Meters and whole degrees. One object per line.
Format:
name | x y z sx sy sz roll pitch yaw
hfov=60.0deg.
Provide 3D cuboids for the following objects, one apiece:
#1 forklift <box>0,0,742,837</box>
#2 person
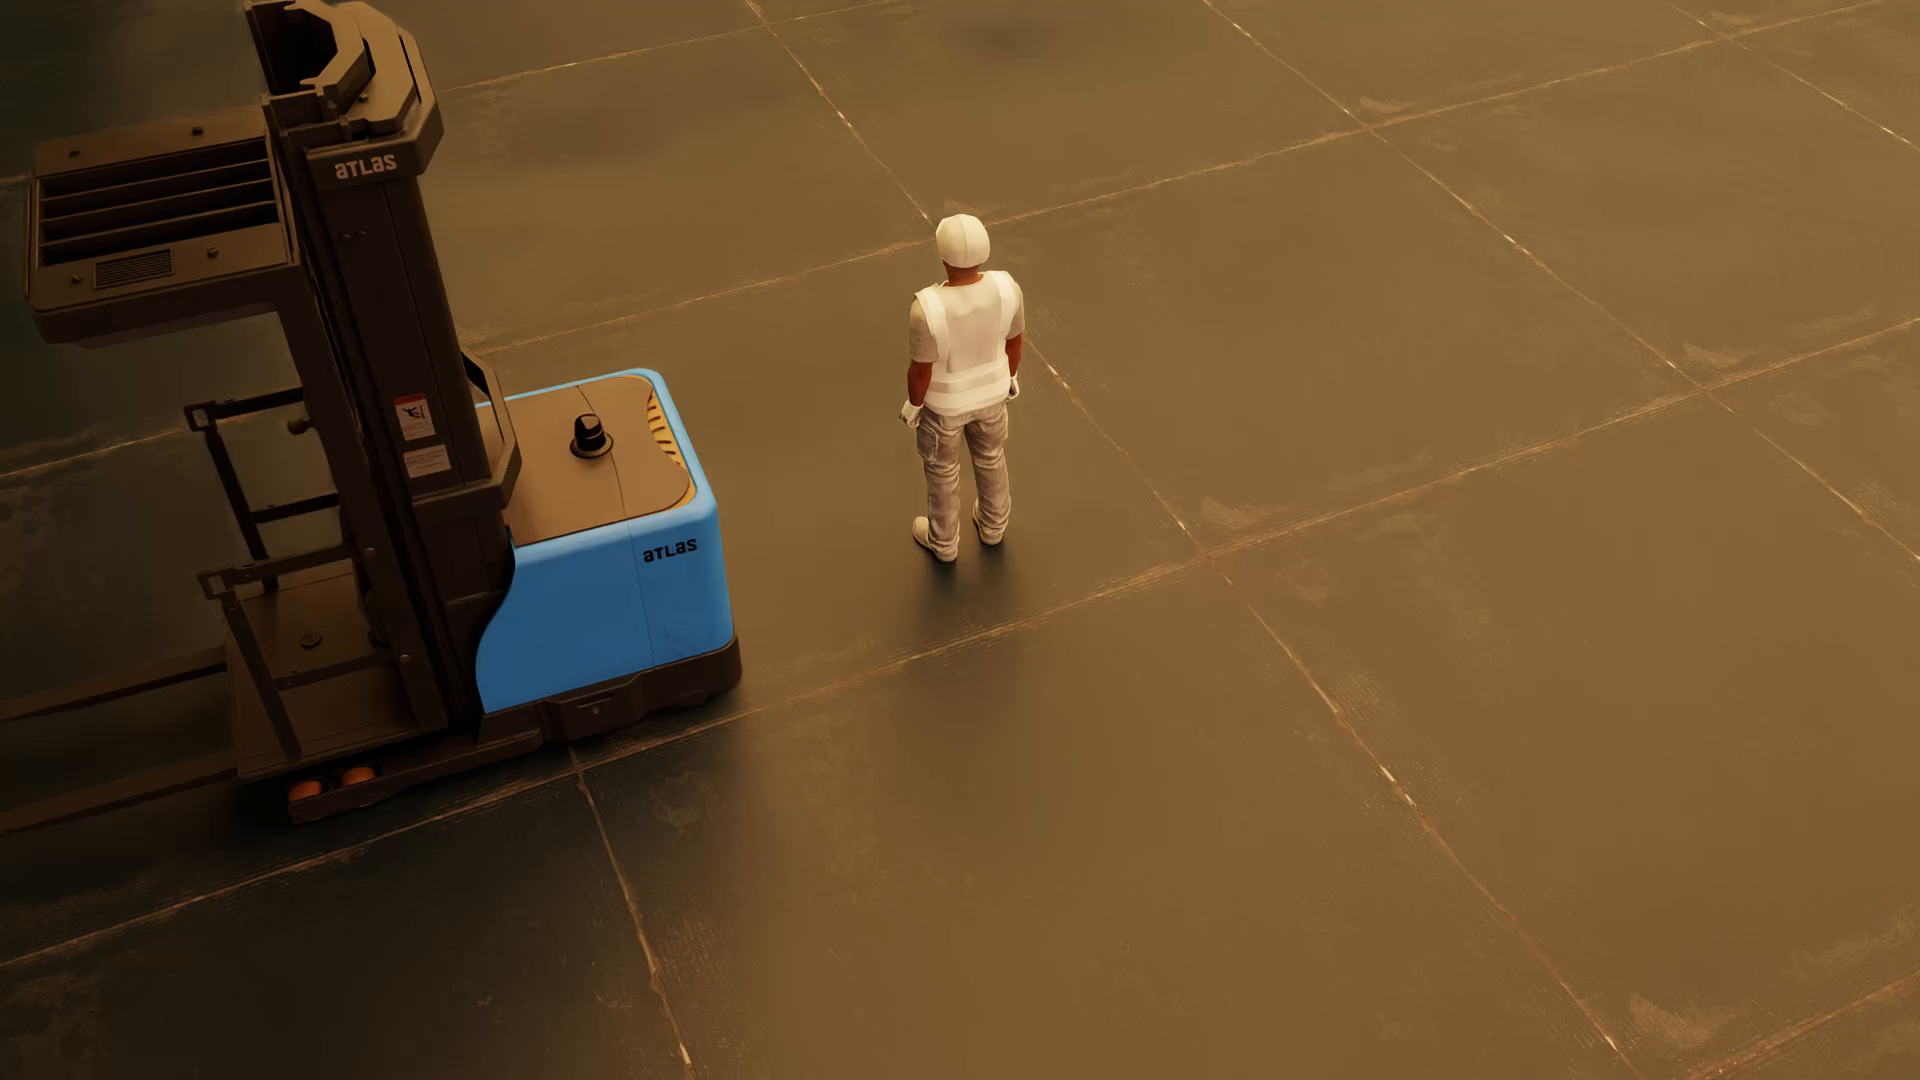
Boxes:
forklift | -2.503 -0.361 6.067 3.031 2.935 1.130 -15 45 -16
person | -0.003 -0.653 7.220 0.543 1.789 0.387 -18 46 -18
